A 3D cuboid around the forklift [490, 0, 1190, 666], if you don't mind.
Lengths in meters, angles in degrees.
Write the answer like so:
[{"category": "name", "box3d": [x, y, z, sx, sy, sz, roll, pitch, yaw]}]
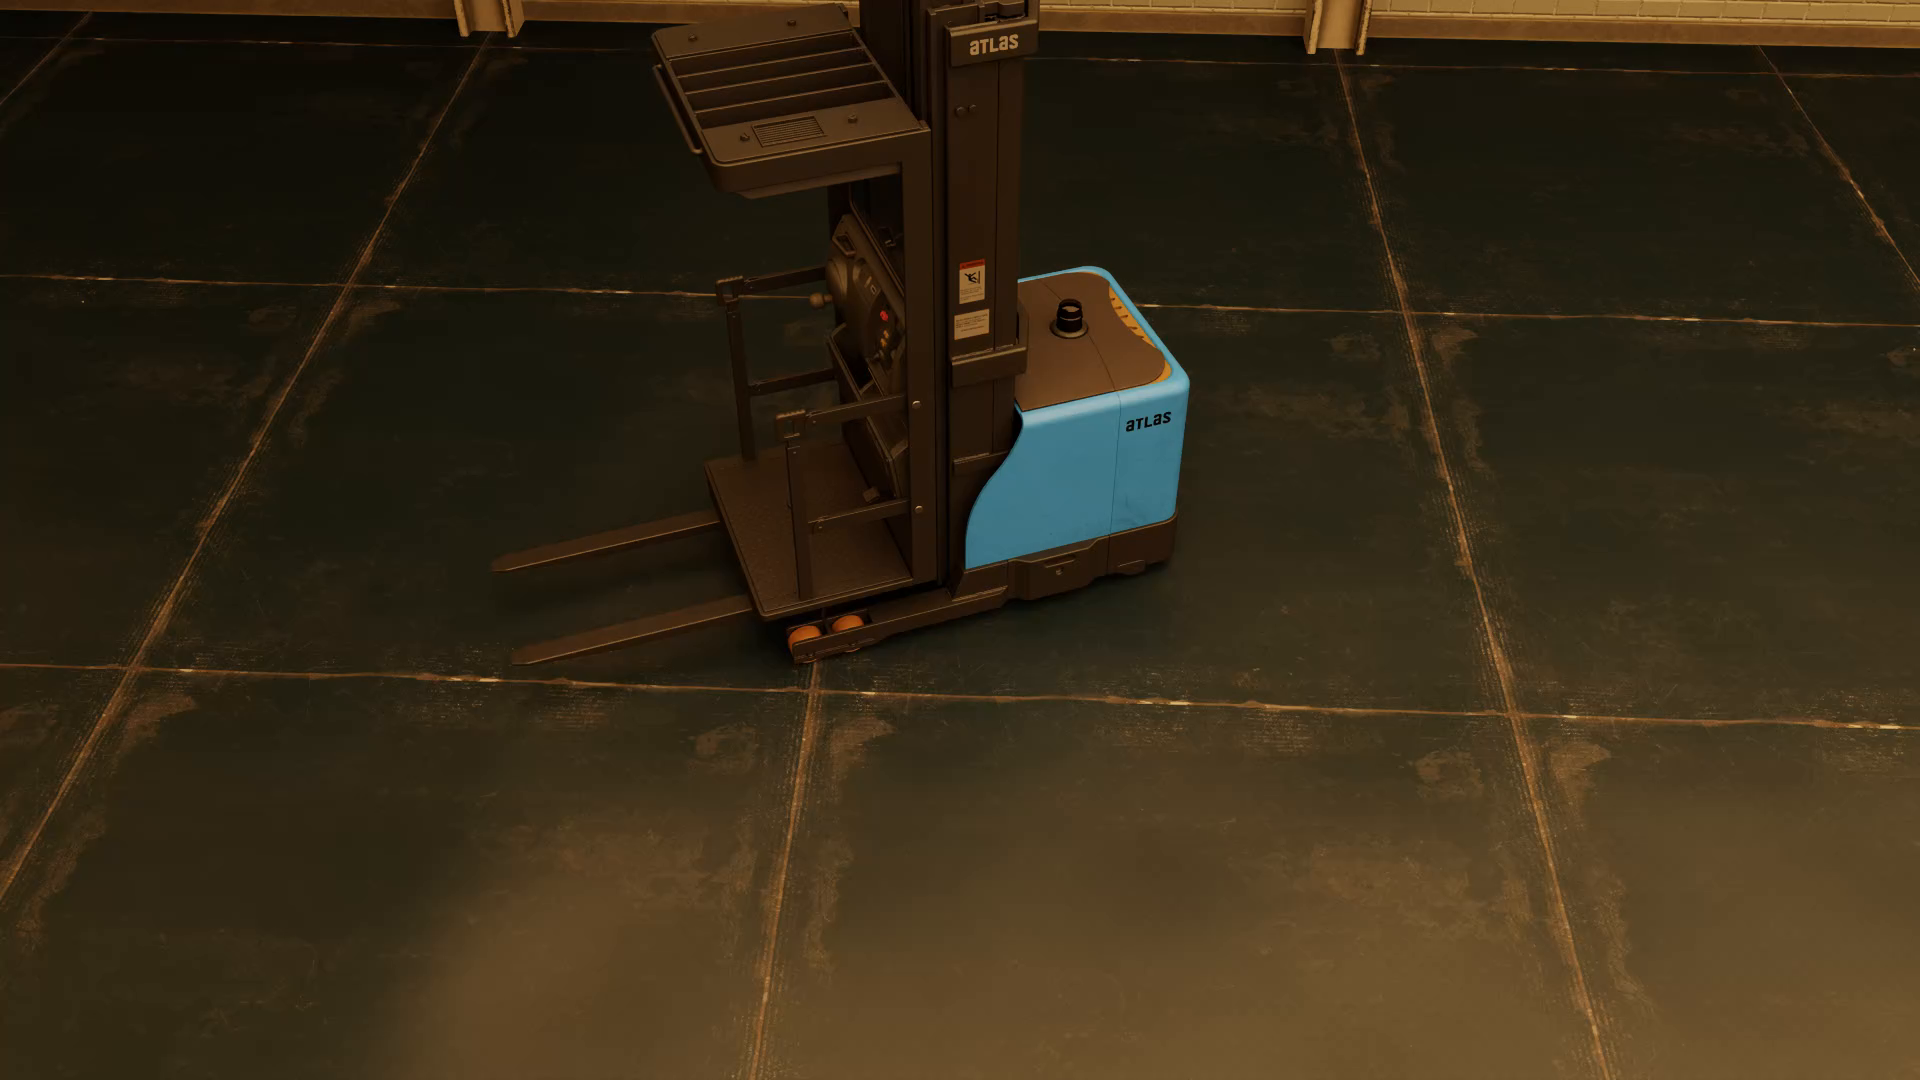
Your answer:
[{"category": "forklift", "box3d": [-0.573, -0.945, 6.778, 3.031, 2.935, 1.130, -13, 44, -14]}]
